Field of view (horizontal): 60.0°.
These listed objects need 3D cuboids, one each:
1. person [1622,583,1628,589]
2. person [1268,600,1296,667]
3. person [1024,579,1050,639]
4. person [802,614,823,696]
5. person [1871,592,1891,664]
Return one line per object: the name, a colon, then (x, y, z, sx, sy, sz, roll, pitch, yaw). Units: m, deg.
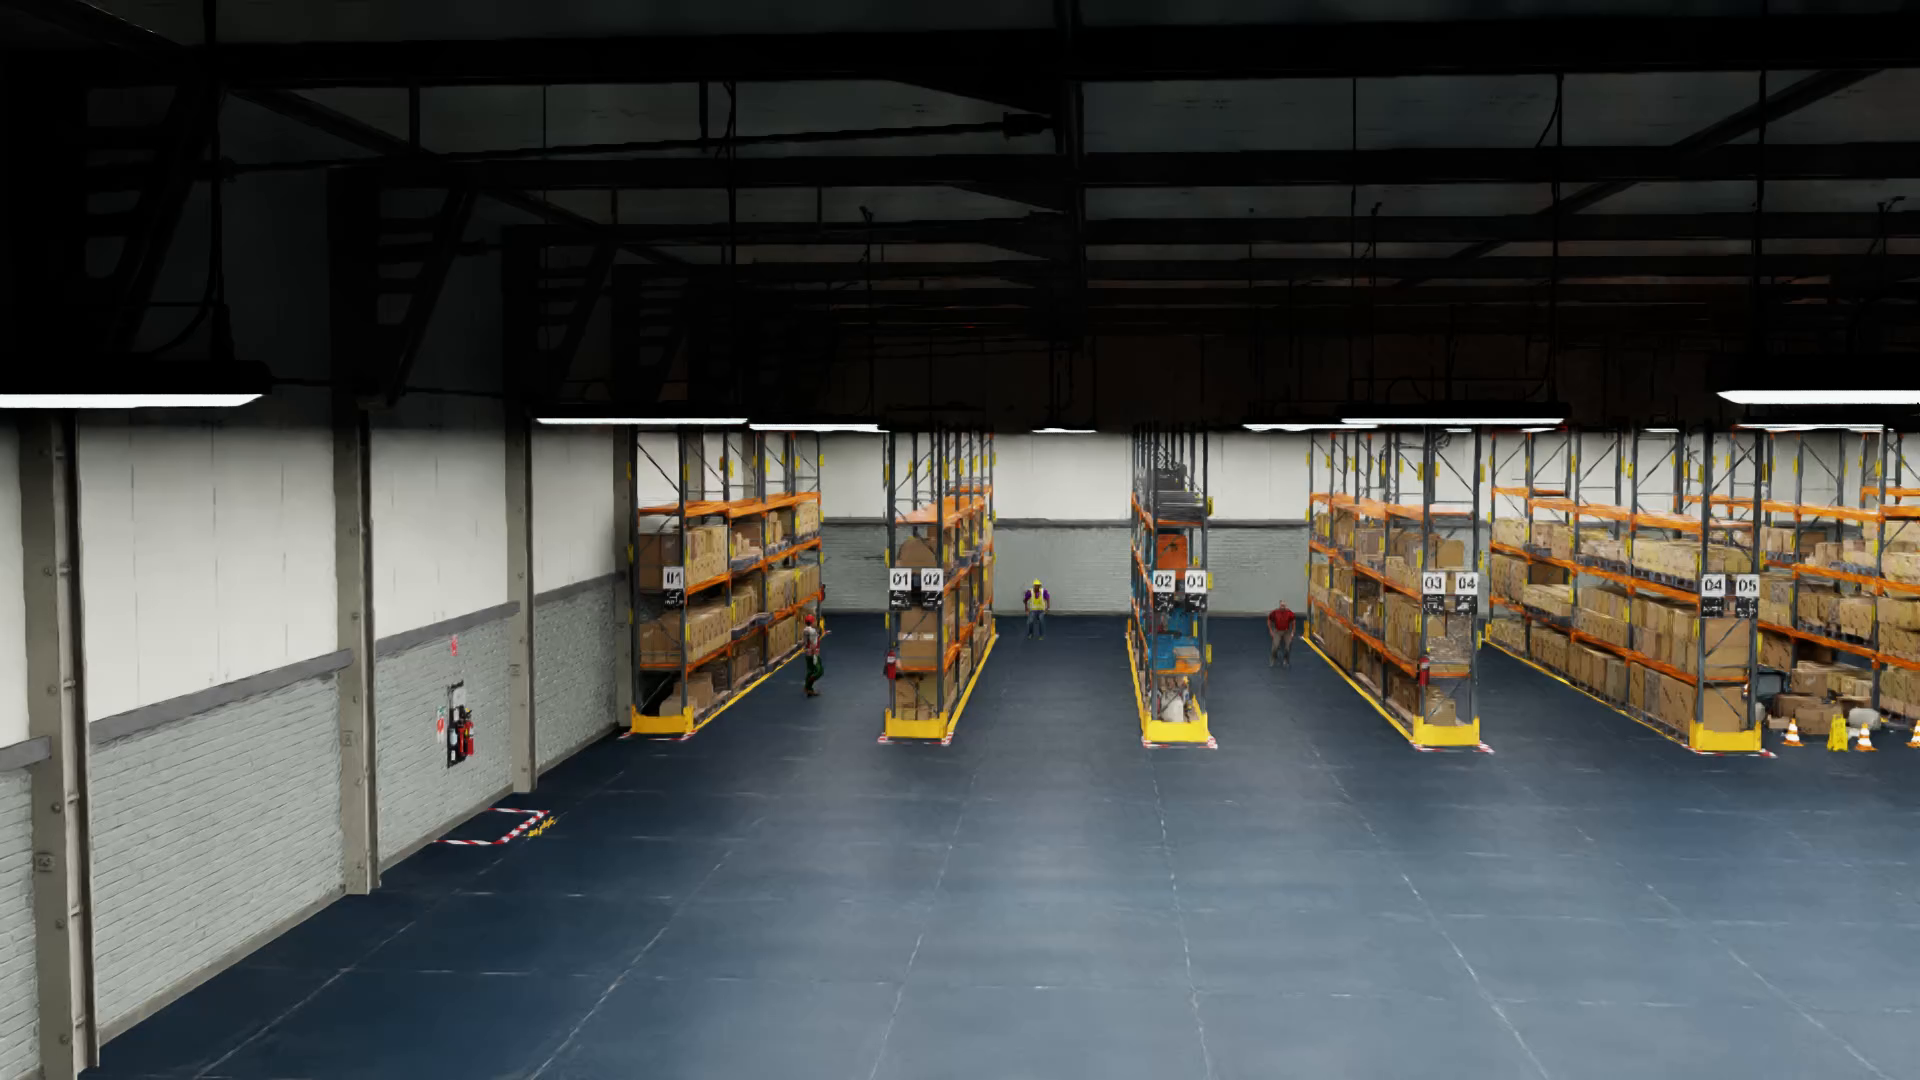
person: (18.803, 1.896, 46.783, 0.403, 1.714, 0.635, -1, 4, -22)
person: (7.926, 2.297, 40.996, 0.682, 1.676, 0.529, 0, 4, 2)
person: (2.144, 1.937, 46.443, 0.719, 1.714, 0.578, 0, 4, 2)
person: (-3.258, 2.524, 36.412, 0.425, 1.786, 0.589, -2, 4, -23)
person: (23.113, 2.186, 41.568, 0.542, 1.784, 0.638, 1, 4, 22)
